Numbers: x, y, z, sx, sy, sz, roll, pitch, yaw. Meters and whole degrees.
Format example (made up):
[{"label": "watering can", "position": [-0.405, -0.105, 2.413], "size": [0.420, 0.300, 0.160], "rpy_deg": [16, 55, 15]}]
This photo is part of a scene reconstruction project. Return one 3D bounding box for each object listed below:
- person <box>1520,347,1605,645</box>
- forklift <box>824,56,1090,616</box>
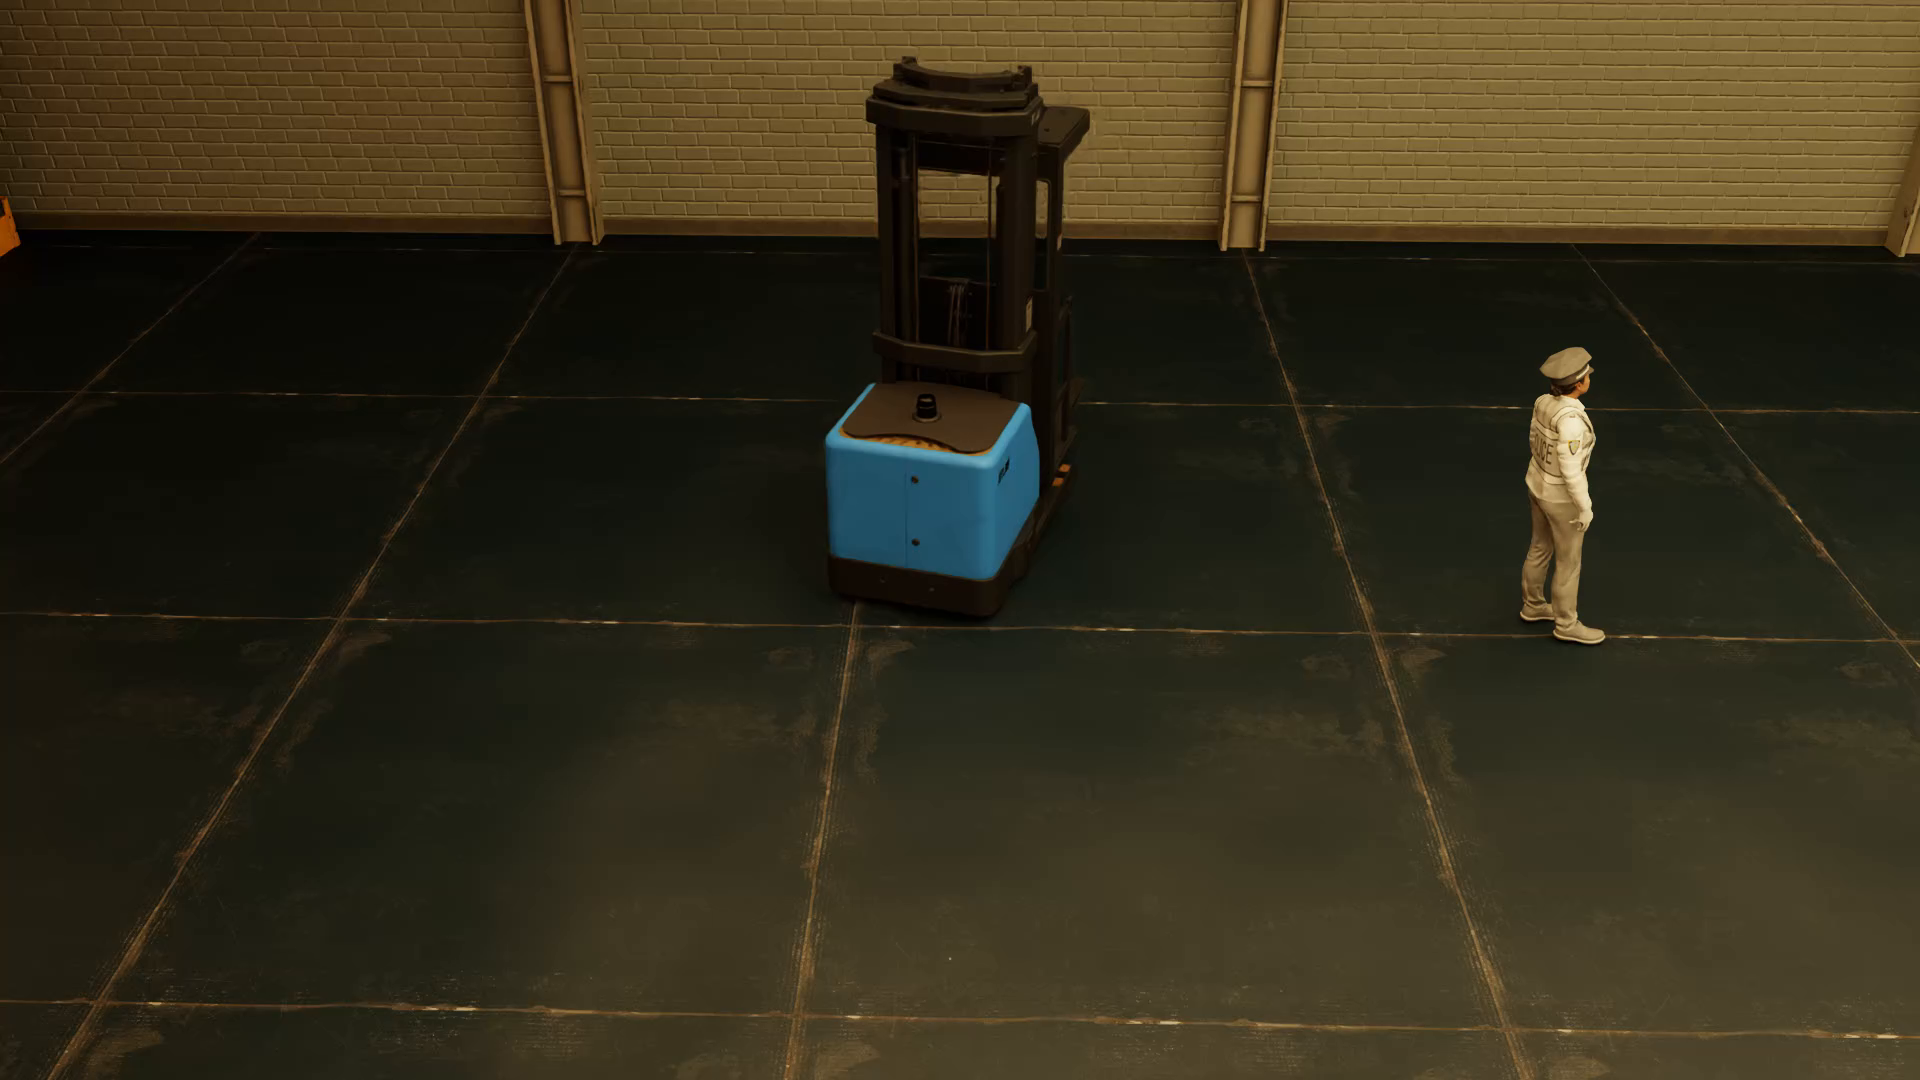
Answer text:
[{"label": "person", "position": [3.397, -0.268, 9.272], "size": [0.531, 1.694, 0.587], "rpy_deg": [-3, 31, -5]}, {"label": "forklift", "position": [0.136, -1.559, 10.258], "size": [1.130, 2.935, 3.031], "rpy_deg": [9, 32, 15]}]
